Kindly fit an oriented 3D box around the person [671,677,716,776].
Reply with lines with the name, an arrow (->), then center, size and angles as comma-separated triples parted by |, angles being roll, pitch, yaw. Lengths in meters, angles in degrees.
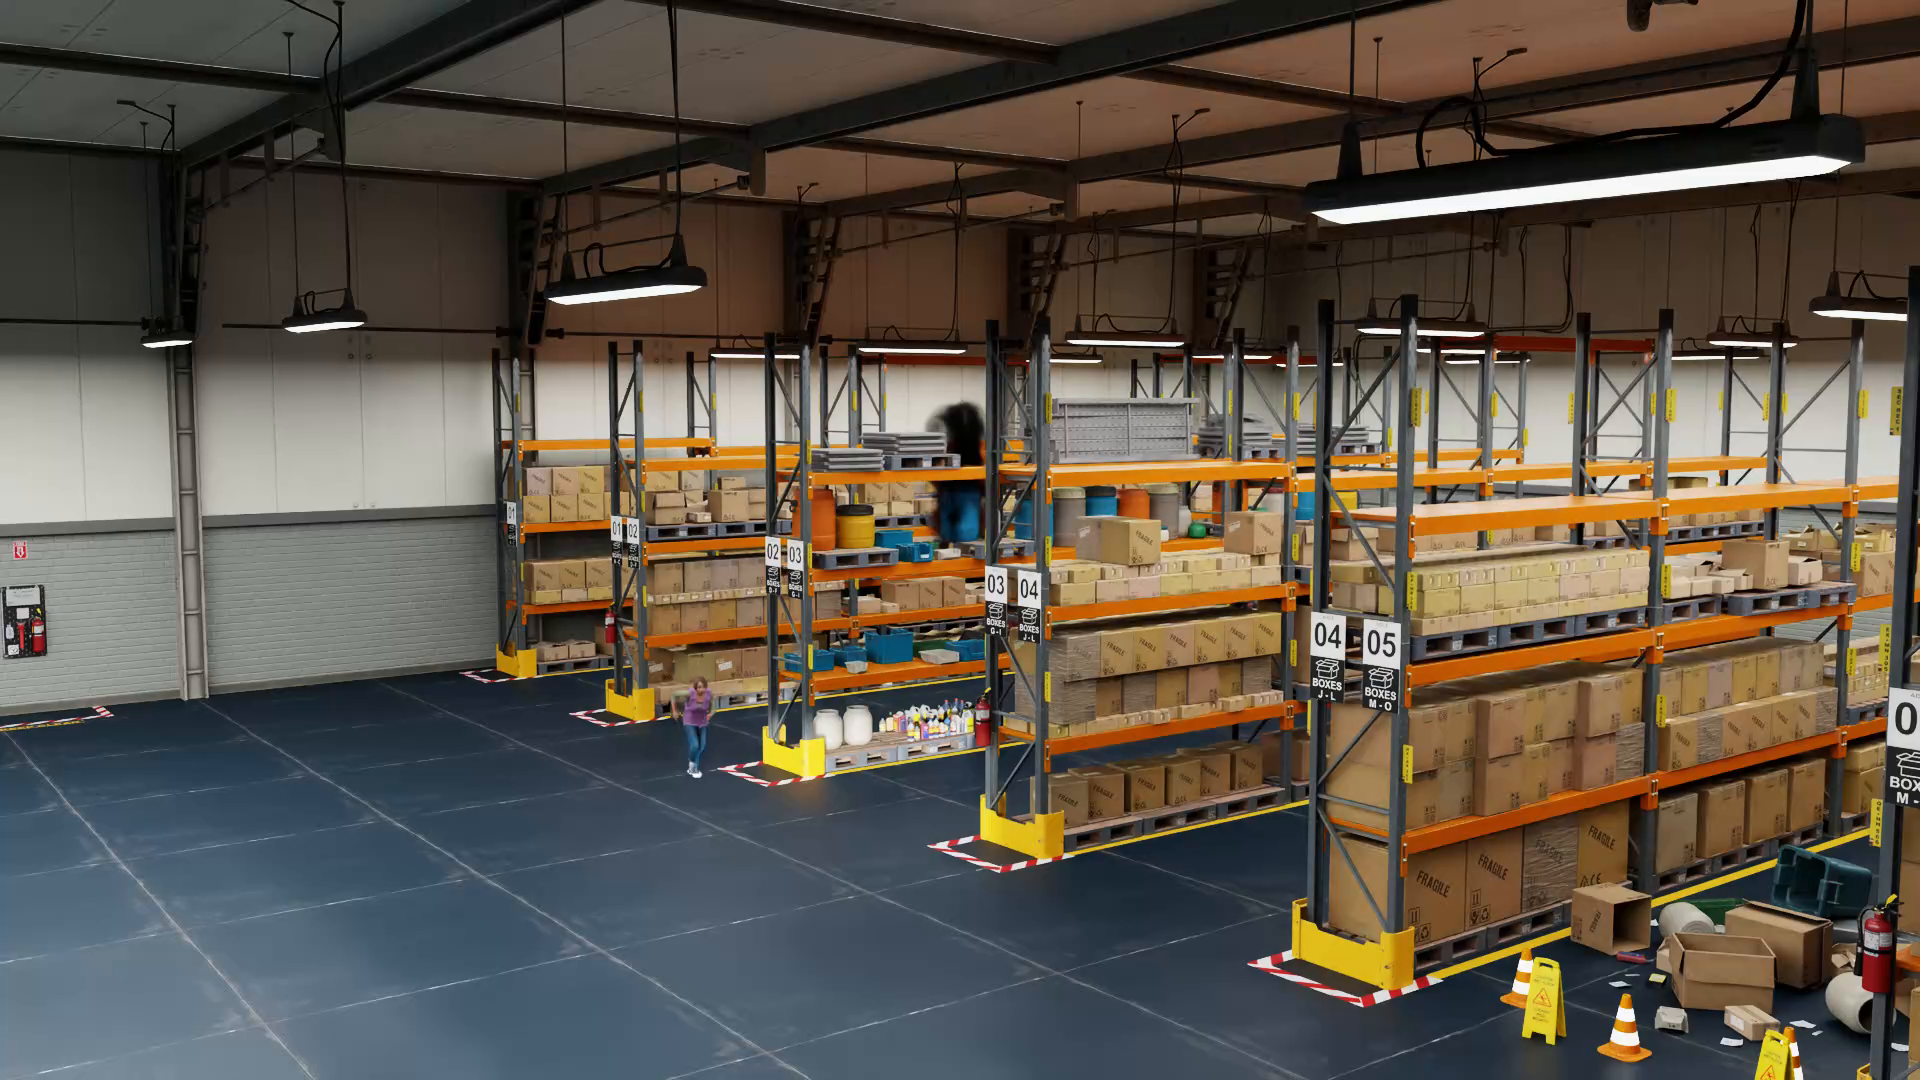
person -> -3.555, 2.555, 22.181 | 0.576, 1.322, 0.827 | -2, 5, -21
